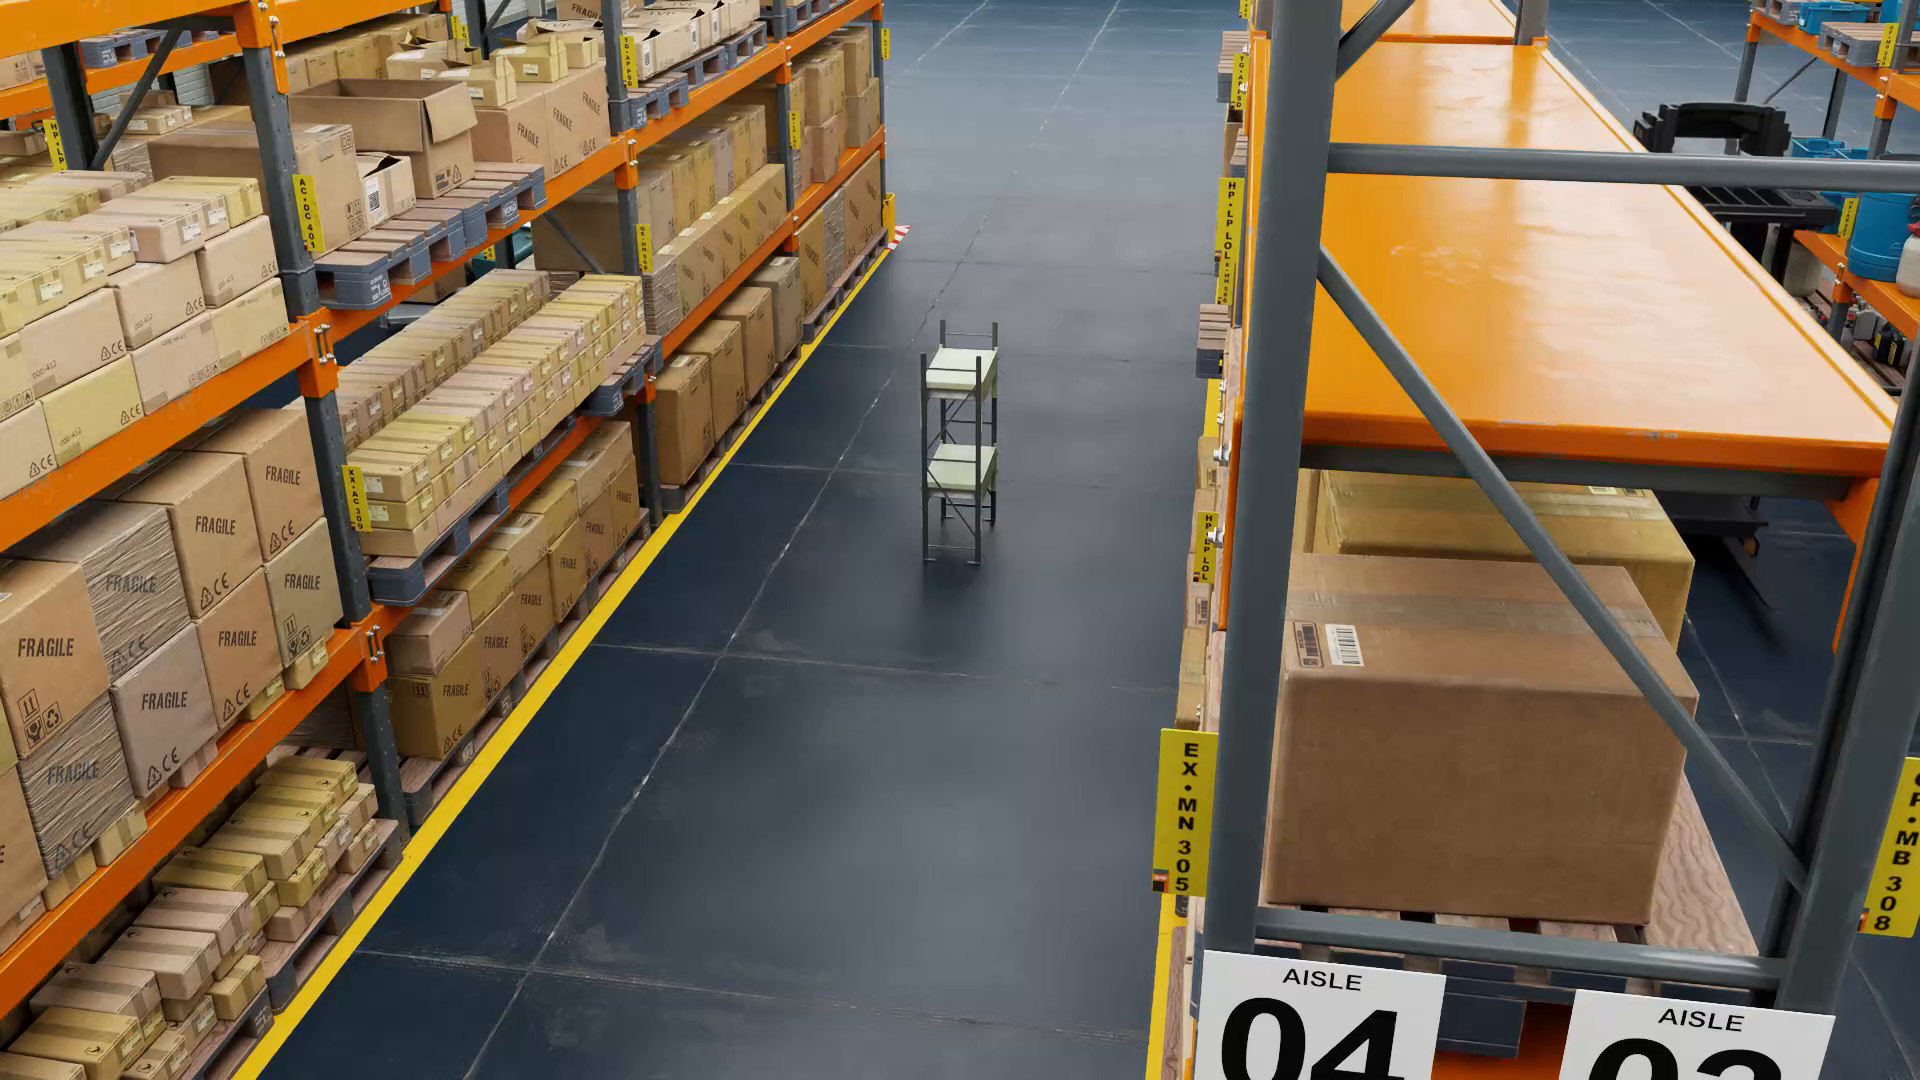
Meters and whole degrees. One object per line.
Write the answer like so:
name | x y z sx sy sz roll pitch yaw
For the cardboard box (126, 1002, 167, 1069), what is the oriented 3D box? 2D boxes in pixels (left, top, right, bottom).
cardboard box | -3.417 1.941 6.625 0.380 0.149 0.250 5 26 11

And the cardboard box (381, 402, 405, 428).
cardboard box | -3.272 -0.660 9.116 0.380 0.149 0.250 3 25 6

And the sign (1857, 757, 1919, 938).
sign | 1.458 0.478 2.572 0.100 0.325 0.005 4 25 9

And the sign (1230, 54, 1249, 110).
sign | 1.684 -2.750 9.982 0.100 0.325 0.005 4 25 9

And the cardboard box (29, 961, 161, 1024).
cardboard box | -3.402 1.814 6.547 0.380 0.149 0.250 4 25 9

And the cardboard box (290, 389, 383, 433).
cardboard box | -3.308 -0.689 8.827 0.380 0.149 0.250 4 25 8

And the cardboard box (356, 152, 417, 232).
cardboard box | -2.960 -1.693 7.945 0.500 0.311 0.500 4 25 8

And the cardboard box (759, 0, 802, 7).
cardboard box | -1.609 -4.786 14.626 0.380 0.149 0.250 4 25 8

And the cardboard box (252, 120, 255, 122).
cardboard box | -6.557 -3.823 15.954 0.500 0.500 0.500 4 25 8

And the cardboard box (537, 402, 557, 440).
cardboard box | -2.541 -0.693 9.536 0.380 0.149 0.250 3 25 6

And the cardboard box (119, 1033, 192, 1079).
cardboard box | -3.324 2.097 6.642 0.380 0.149 0.250 4 25 9

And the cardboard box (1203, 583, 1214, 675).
cardboard box | 1.373 0.295 7.509 0.500 0.500 0.500 4 25 9

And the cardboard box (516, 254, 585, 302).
cardboard box | -2.849 -1.757 11.891 0.500 0.500 0.500 4 25 9

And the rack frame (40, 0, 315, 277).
rack frame | -3.311 -2.549 6.624 1.000 3.000 0.127 4 25 9

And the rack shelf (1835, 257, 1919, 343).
rack shelf | 7.432 -1.286 11.852 1.077 0.370 4.000 4 25 9

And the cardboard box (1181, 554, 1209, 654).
cardboard box | 1.796 0.684 8.806 1.225 0.875 0.875 3 25 7

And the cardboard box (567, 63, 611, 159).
cardboard box | -2.500 -2.652 10.265 0.500 0.500 0.500 4 25 9

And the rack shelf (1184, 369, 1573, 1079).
rack shelf | 1.239 0.358 4.801 1.077 0.370 4.000 4 25 9

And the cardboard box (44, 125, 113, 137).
cardboard box | -7.439 -3.257 14.250 0.500 0.500 0.500 4 25 8

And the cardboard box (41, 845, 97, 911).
cardboard box | -3.384 1.186 6.018 0.380 0.149 0.250 5 26 10

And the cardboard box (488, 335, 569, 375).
cardboard box | -2.499 -1.073 9.648 0.380 0.149 0.250 5 26 11

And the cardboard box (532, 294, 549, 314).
cardboard box | -2.935 -1.527 10.969 0.380 0.149 0.250 5 26 11

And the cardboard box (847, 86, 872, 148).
cardboard box | -1.434 -4.528 17.754 0.875 0.550 0.550 4 25 9

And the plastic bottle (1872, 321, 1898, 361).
plastic bottle | 8.158 -1.767 14.636 0.144 0.351 0.185 4 25 9

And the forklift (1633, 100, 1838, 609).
forklift | 4.982 -1.353 11.228 1.130 2.935 3.031 3 25 7

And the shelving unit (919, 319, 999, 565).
shelving unit | 0.001 -0.682 11.482 0.431 1.500 0.755 4 25 9

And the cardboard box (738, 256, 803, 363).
cardboard box | -2.017 -2.083 14.864 1.050 0.750 0.750 4 25 8

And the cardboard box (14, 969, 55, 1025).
cardboard box | -3.853 1.782 6.616 0.380 0.149 0.250 4 25 9

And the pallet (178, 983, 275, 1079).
pallet | -3.583 2.226 6.789 1.003 0.211 1.213 4 25 9

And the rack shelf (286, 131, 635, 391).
rack shelf | -2.984 -1.701 9.200 1.077 0.370 4.000 4 25 9

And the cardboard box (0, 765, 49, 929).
cardboard box | -3.464 1.063 5.516 0.500 0.500 0.500 4 25 9

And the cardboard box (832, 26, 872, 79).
cardboard box | -1.449 -5.255 18.032 0.875 0.550 0.550 4 25 9

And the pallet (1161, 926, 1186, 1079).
pallet | 1.364 2.130 6.995 1.003 0.211 1.213 4 25 9

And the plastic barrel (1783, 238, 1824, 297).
plastic barrel | 8.299 -2.695 16.452 0.421 0.512 0.421 0 25 0

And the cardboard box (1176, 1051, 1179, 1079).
cardboard box | 0.852 1.634 5.062 0.380 0.149 0.250 4 25 9

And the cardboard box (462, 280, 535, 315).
cardboard box | -2.965 -1.558 10.684 0.380 0.149 0.250 3 25 7

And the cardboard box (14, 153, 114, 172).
cardboard box | -7.097 -2.789 13.249 0.500 0.500 0.500 4 25 9

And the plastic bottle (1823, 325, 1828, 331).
plastic bottle | 7.580 -1.737 14.573 0.144 0.351 0.185 3 25 7

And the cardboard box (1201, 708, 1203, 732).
cardboard box | 1.144 0.874 6.216 0.500 0.250 0.500 4 25 8

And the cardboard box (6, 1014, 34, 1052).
cardboard box | -3.927 1.909 6.694 0.380 0.149 0.250 4 25 9

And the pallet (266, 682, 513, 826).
pallet | -3.185 1.106 9.183 1.003 0.211 1.213 4 25 9

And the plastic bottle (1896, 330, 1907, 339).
plastic bottle | 8.301 -1.757 14.615 0.144 0.351 0.185 5 25 10

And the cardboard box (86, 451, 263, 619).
cardboard box | -3.200 -0.033 6.677 0.500 0.500 0.500 3 25 7

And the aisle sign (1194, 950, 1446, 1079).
aisle sign | 0.604 1.059 2.927 0.394 0.787 0.004 4 25 9

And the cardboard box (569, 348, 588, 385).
cardboard box | -2.456 -1.047 9.943 0.380 0.149 0.250 4 25 8

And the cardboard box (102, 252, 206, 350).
cardboard box | -3.232 -0.921 6.273 0.500 0.250 0.500 3 25 6

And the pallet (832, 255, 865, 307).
pallet | -1.605 -2.739 17.397 1.003 0.211 1.213 4 25 9

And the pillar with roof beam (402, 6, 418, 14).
pillar with roof beam | -5.942 -12.702 28.317 9.100 9.000 0.400 4 25 9

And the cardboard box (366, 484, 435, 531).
cardboard box | -2.793 -0.176 8.081 0.380 0.149 0.250 4 25 9

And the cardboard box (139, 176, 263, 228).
cardboard box | -3.092 -1.379 6.782 0.380 0.149 0.250 3 25 6

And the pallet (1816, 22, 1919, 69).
pallet | 7.781 -4.030 13.550 1.213 0.211 1.003 4 25 9

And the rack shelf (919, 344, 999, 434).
rack shelf | 0.001 -1.036 11.317 0.431 0.370 0.720 4 25 9

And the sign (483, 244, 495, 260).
sign | -3.206 -2.066 11.304 0.100 0.325 0.005 4 25 9

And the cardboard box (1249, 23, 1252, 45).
cardboard box | 2.050 -2.966 10.346 0.500 0.500 0.500 5 25 10

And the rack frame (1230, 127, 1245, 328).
rack frame | 2.219 -1.119 10.646 1.000 3.000 0.127 4 25 9

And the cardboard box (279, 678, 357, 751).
cardboard box | -3.439 0.783 9.036 0.500 0.500 0.500 4 25 8

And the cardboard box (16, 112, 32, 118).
cardboard box | -11.063 -5.098 19.030 0.500 0.500 0.500 5 26 10
